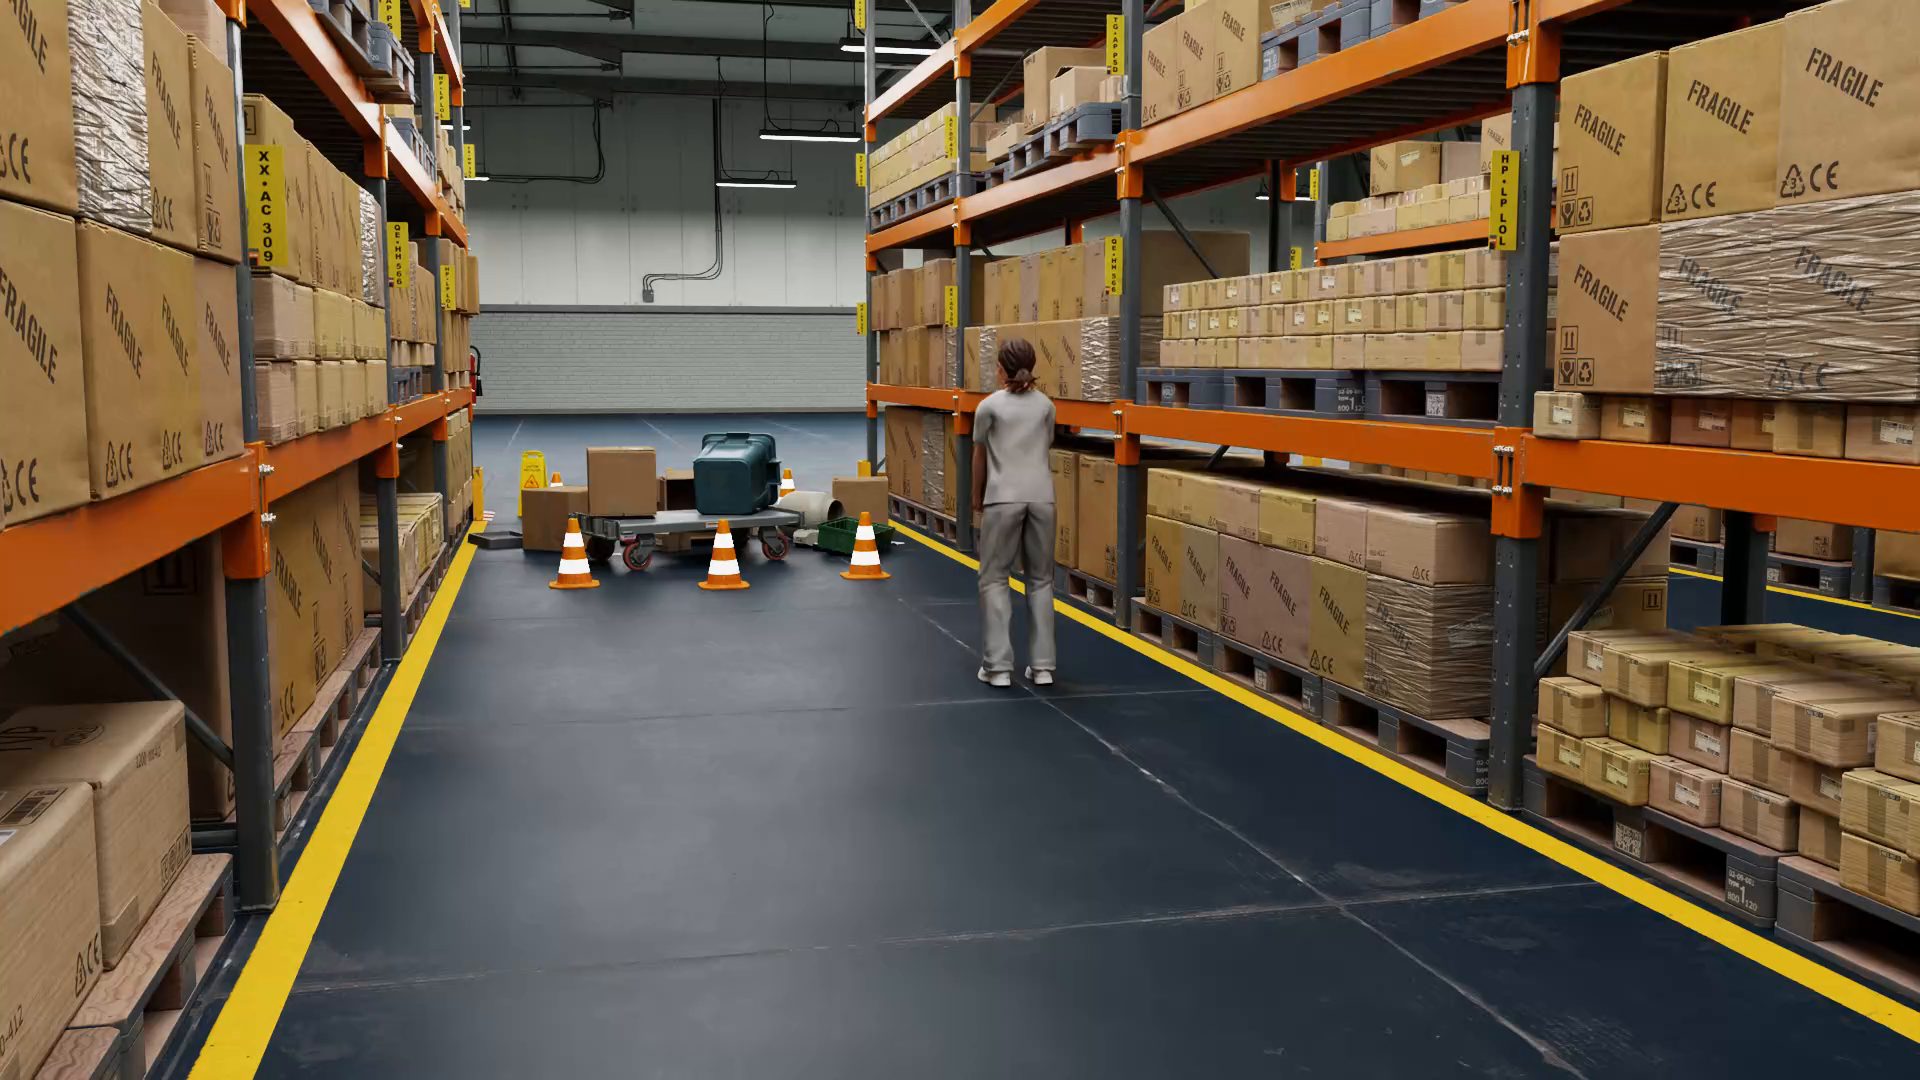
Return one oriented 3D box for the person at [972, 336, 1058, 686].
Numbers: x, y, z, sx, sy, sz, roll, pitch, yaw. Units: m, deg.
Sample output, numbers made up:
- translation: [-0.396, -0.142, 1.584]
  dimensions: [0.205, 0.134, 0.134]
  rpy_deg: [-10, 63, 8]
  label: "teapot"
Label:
- translation: [0.251, -0.145, 8.045]
  dimensions: [0.410, 1.667, 0.508]
  rpy_deg: [-2, 6, -14]
  label: "person"
